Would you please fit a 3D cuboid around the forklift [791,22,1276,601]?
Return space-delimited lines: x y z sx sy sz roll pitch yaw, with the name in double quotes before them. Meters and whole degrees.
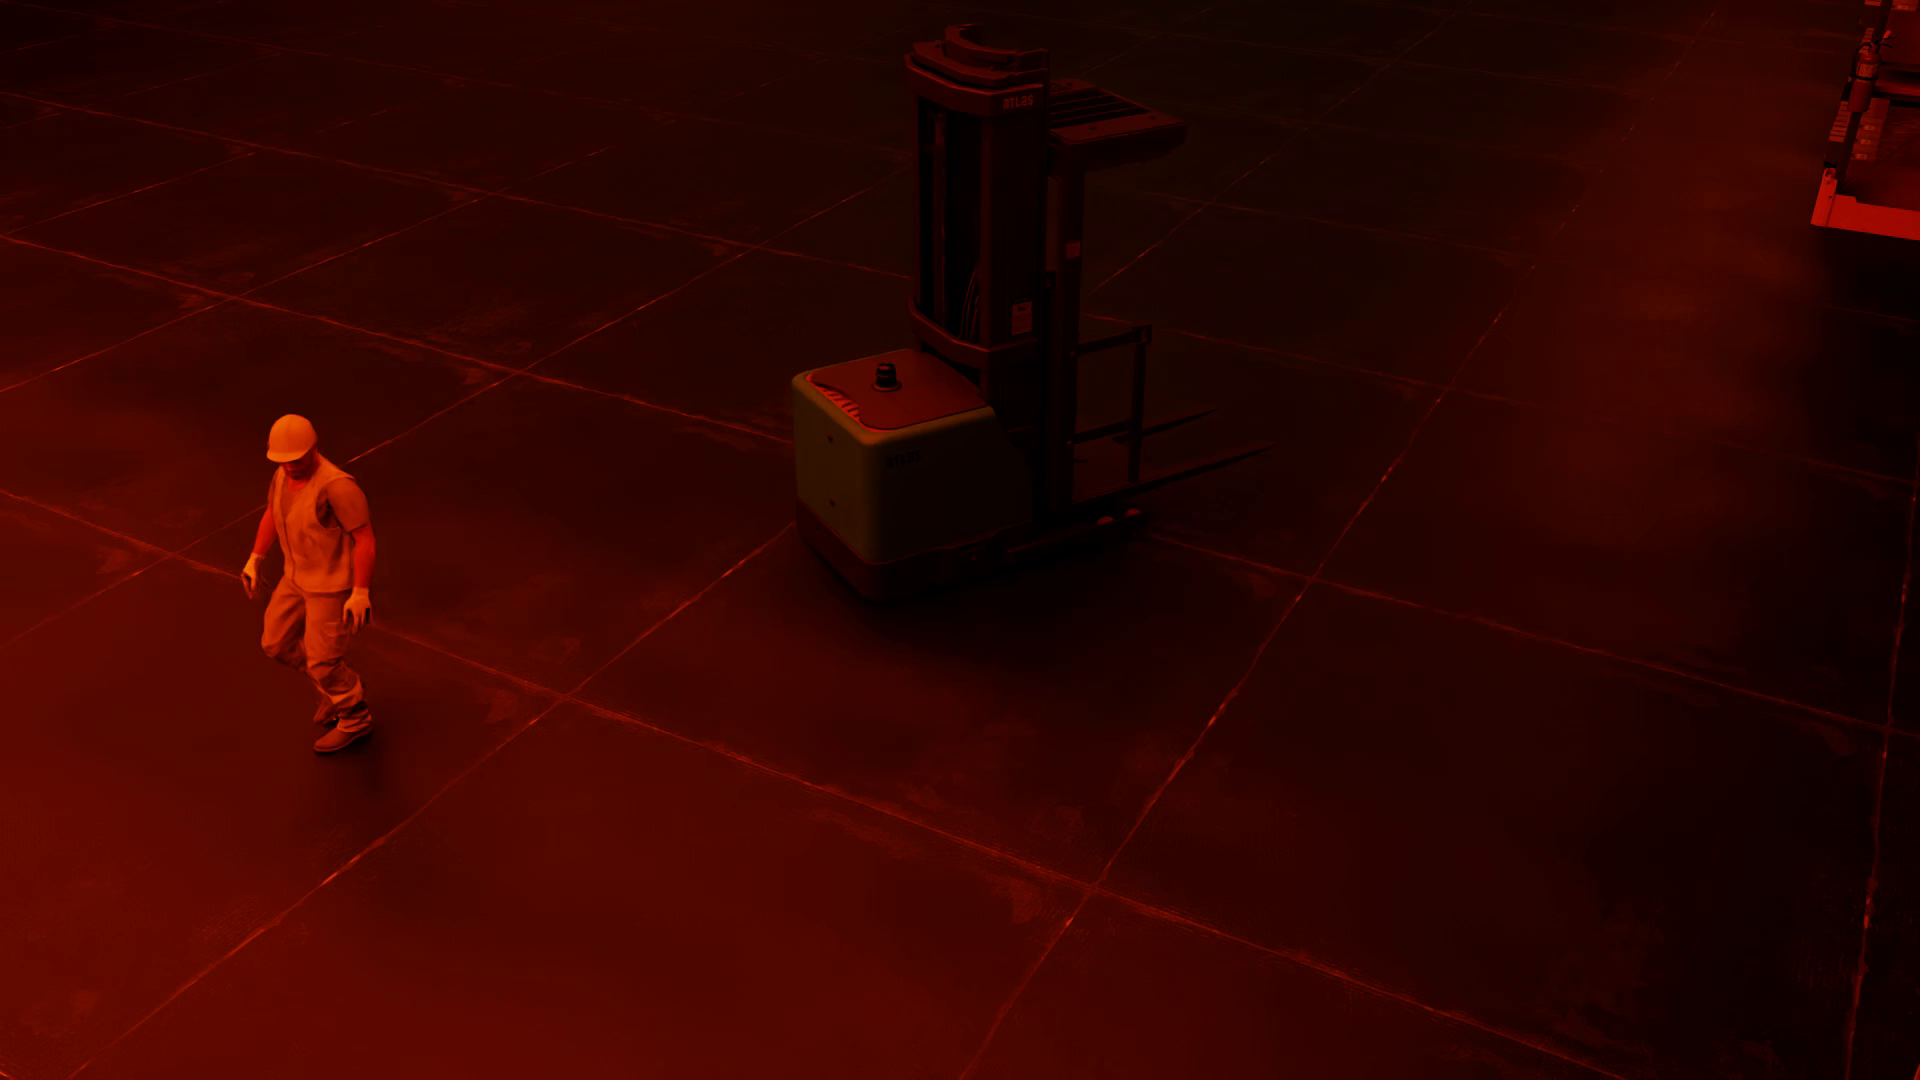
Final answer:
"forklift" 0.550 -1.455 9.592 3.031 2.935 1.130 -16 34 -26

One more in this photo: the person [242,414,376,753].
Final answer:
"person" -3.022 0.235 7.849 0.806 1.759 0.480 24 38 36
